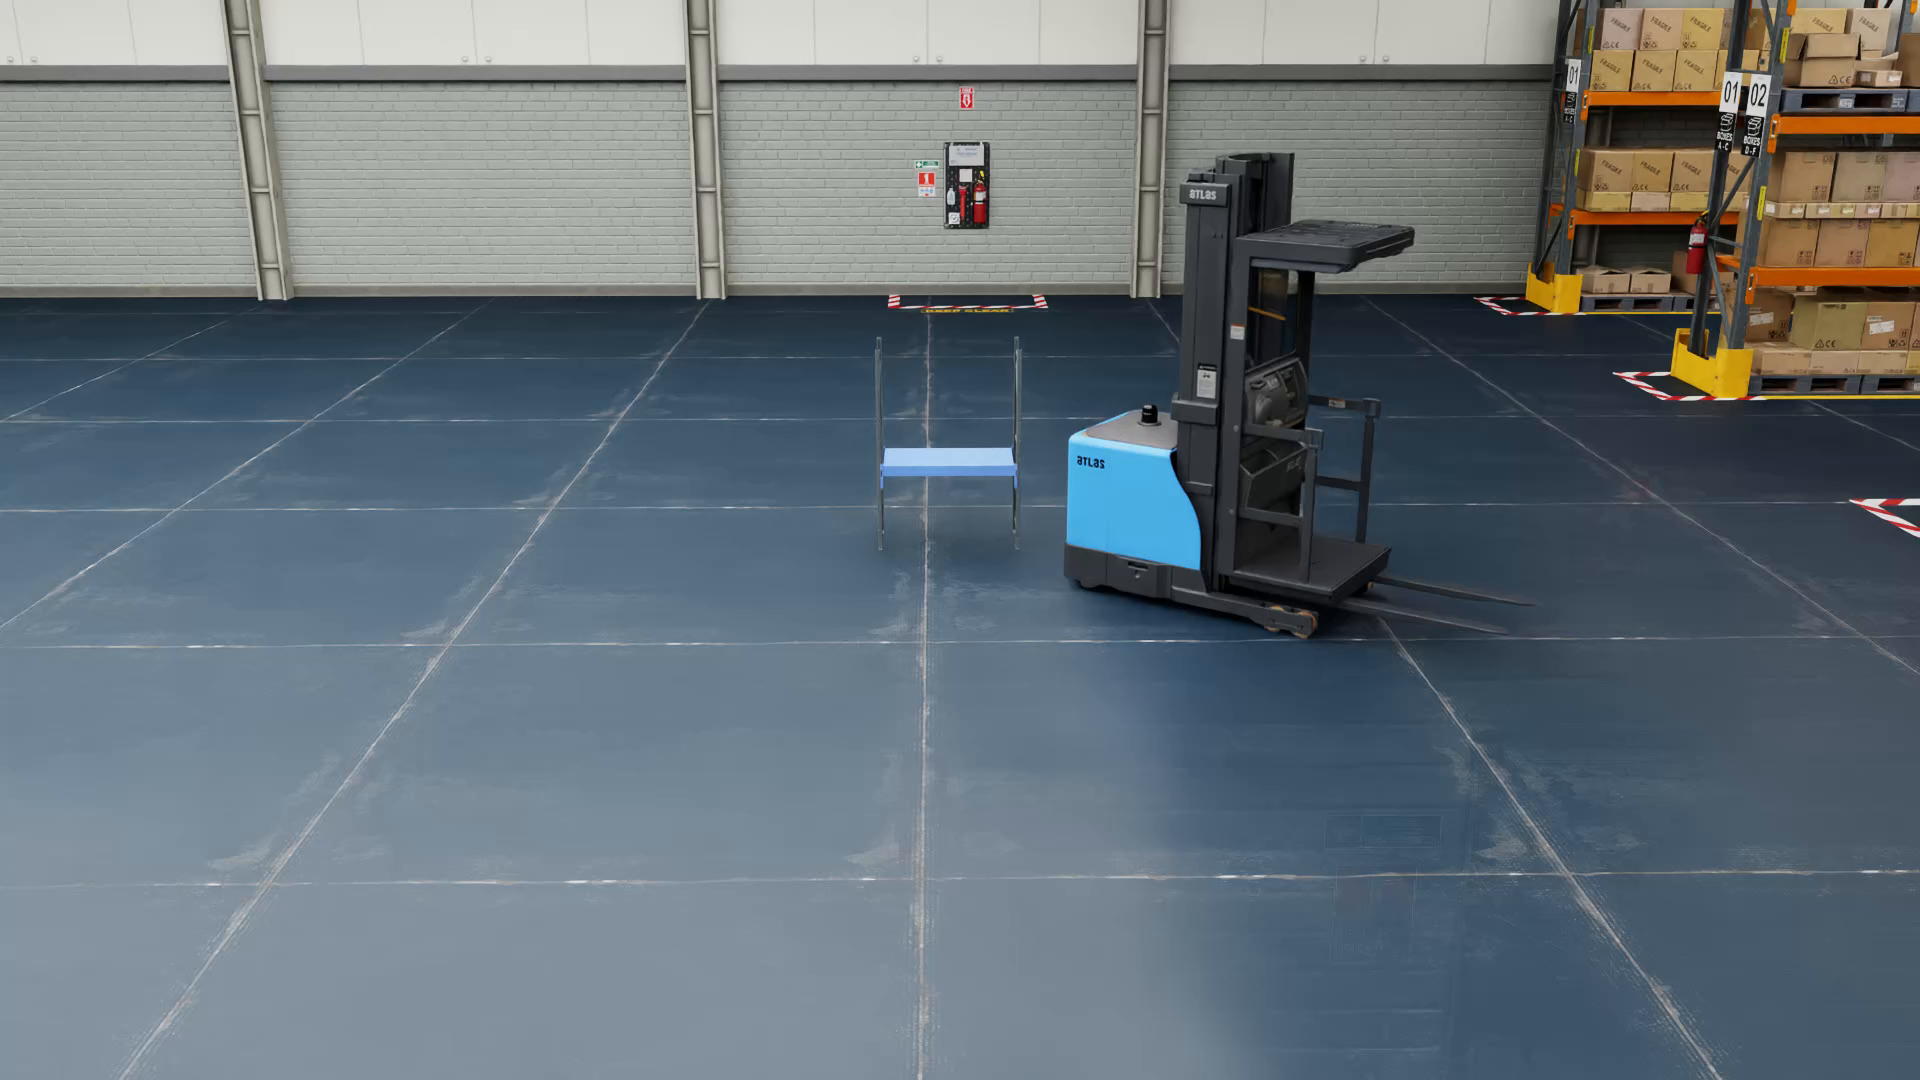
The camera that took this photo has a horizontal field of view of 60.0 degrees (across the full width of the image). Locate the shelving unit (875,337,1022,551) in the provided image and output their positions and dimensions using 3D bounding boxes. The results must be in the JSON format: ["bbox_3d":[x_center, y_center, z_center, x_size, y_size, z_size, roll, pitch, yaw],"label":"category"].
[{"bbox_3d":[-0.085,-0.714,12.317,1.048,1.500,0.538,0,18,-1],"label":"shelving unit"}]

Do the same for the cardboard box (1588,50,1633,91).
[{"bbox_3d":[8.222,-5.994,21.216,0.500,0.500,0.500,0,18,1],"label":"cardboard box"}]

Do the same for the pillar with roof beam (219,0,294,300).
[{"bbox_3d":[-9.360,-6.306,17.474,0.400,9.000,9.100,0,18,-1],"label":"pillar with roof beam"}]

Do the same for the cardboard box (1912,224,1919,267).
[{"bbox_3d":[9.981,-3.125,17.215,0.500,0.500,0.700,0,18,1],"label":"cardboard box"}]

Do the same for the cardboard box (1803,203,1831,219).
[{"bbox_3d":[8.625,-3.365,16.902,0.250,0.149,0.380,-1,18,-2],"label":"cardboard box"}]

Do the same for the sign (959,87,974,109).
[{"bbox_3d":[0.090,-5.956,22.409,0.199,0.298,0.001,0,18,-1],"label":"sign"}]

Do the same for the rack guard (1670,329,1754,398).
[{"bbox_3d":[7.942,-1.880,17.591,0.348,0.500,1.175,0,18,-1],"label":"rack guard"}]

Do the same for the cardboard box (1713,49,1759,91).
[{"bbox_3d":[9.814,-5.999,21.230,0.500,0.500,0.500,1,18,3],"label":"cardboard box"}]

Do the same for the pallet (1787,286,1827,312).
[{"bbox_3d":[11.212,-3.261,22.368,1.213,0.211,1.003,0,18,-1],"label":"pallet"}]

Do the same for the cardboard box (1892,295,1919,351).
[{"bbox_3d":[10.005,-2.260,17.267,0.500,0.500,0.500,0,18,-1],"label":"cardboard box"}]

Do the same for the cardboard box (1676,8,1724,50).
[{"bbox_3d":[9.287,-6.466,21.049,0.500,0.500,0.500,0,18,1],"label":"cardboard box"}]

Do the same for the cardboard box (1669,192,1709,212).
[{"bbox_3d":[9.405,-4.435,21.674,0.500,0.250,0.500,-1,18,-2],"label":"cardboard box"}]

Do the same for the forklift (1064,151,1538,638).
[{"bbox_3d":[2.231,-0.956,10.729,3.031,2.935,1.130,11,21,32],"label":"forklift"}]

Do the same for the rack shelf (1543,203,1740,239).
[{"bbox_3d":[9.884,-4.251,22.066,4.000,0.370,1.077,0,18,-1],"label":"rack shelf"}]

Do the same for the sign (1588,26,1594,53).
[{"bbox_3d":[7.892,-6.262,20.817,0.005,0.325,0.100,0,18,-1],"label":"sign"}]

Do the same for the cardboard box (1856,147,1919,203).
[{"bbox_3d":[9.515,-3.742,17.013,0.500,0.500,0.700,0,18,-1],"label":"cardboard box"}]

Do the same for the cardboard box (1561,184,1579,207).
[{"bbox_3d":[8.348,-4.583,22.137,0.500,0.250,0.500,0,18,0],"label":"cardboard box"}]

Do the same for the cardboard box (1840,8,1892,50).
[{"bbox_3d":[11.387,-6.479,21.091,0.500,0.500,0.500,-2,18,-6],"label":"cardboard box"}]

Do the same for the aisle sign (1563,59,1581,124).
[{"bbox_3d":[7.817,-5.730,21.242,0.004,0.787,0.394,0,18,-1],"label":"aisle sign"}]

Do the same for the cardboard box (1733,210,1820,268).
[{"bbox_3d":[8.433,-3.117,17.189,0.500,0.500,0.700,0,18,-1],"label":"cardboard box"}]

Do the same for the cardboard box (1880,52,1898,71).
[{"bbox_3d":[9.669,-4.812,16.956,0.500,0.311,0.500,2,18,6],"label":"cardboard box"}]

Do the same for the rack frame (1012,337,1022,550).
[{"bbox_3d":[0.423,-0.716,12.325,0.032,1.500,0.500,0,18,-1],"label":"rack frame"}]

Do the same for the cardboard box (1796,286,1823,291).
[{"bbox_3d":[11.349,-3.452,22.315,0.250,0.166,0.380,-3,18,-8],"label":"cardboard box"}]

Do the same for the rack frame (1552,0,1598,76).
[{"bbox_3d":[7.884,-7.440,21.009,0.127,3.000,1.000,0,18,-1],"label":"rack frame"}]

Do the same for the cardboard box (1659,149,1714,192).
[{"bbox_3d":[9.377,-4.789,21.552,0.500,0.500,0.500,-1,18,-3],"label":"cardboard box"}]

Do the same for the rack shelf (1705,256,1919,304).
[{"bbox_3d":[9.965,-2.738,17.349,4.000,0.370,1.077,0,18,-1],"label":"rack shelf"}]

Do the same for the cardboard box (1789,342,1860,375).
[{"bbox_3d":[9.005,-1.900,17.372,0.500,0.250,0.500,0,18,-1],"label":"cardboard box"}]

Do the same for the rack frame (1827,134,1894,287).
[{"bbox_3d":[11.883,-4.603,21.986,0.127,3.000,1.000,0,18,-1],"label":"rack frame"}]

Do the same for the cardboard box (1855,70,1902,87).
[{"bbox_3d":[9.145,-4.598,16.554,0.250,0.149,0.380,0,18,-1],"label":"cardboard box"}]

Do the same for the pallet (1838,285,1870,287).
[{"bbox_3d":[12.662,-3.279,22.425,1.213,0.211,1.003,0,18,-1],"label":"pallet"}]

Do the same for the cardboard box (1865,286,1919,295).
[{"bbox_3d":[9.997,-2.423,17.777,0.500,0.500,0.500,0,18,-1],"label":"cardboard box"}]

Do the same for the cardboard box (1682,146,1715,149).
[{"bbox_3d":[9.876,-4.952,22.058,0.500,0.500,0.500,0,18,0],"label":"cardboard box"}]

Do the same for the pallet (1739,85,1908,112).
[{"bbox_3d":[8.673,-4.452,16.751,1.213,0.211,1.003,0,18,-1],"label":"pallet"}]

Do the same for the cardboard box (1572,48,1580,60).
[{"bbox_3d":[8.297,-6.148,21.696,0.500,0.500,0.500,1,18,3],"label":"cardboard box"}]

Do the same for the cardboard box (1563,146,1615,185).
[{"bbox_3d":[8.352,-4.946,22.040,0.500,0.500,0.500,0,18,-1],"label":"cardboard box"}]

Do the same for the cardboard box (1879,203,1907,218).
[{"bbox_3d":[9.394,-3.369,16.913,0.250,0.149,0.380,-1,18,-3],"label":"cardboard box"}]

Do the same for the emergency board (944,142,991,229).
[{"bbox_3d":[0.099,-4.822,22.669,0.643,1.169,0.194,0,18,-1],"label":"emergency board"}]

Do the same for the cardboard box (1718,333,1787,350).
[{"bbox_3d":[8.497,-2.054,17.855,0.500,0.250,0.500,0,18,-1],"label":"cardboard box"}]

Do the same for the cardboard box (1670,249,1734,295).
[{"bbox_3d":[9.881,-3.570,22.137,0.500,0.500,0.700,-1,18,-4],"label":"cardboard box"}]

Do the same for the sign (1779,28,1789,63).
[{"bbox_3d":[7.968,-4.783,16.077,0.005,0.325,0.100,0,18,-1],"label":"sign"}]
